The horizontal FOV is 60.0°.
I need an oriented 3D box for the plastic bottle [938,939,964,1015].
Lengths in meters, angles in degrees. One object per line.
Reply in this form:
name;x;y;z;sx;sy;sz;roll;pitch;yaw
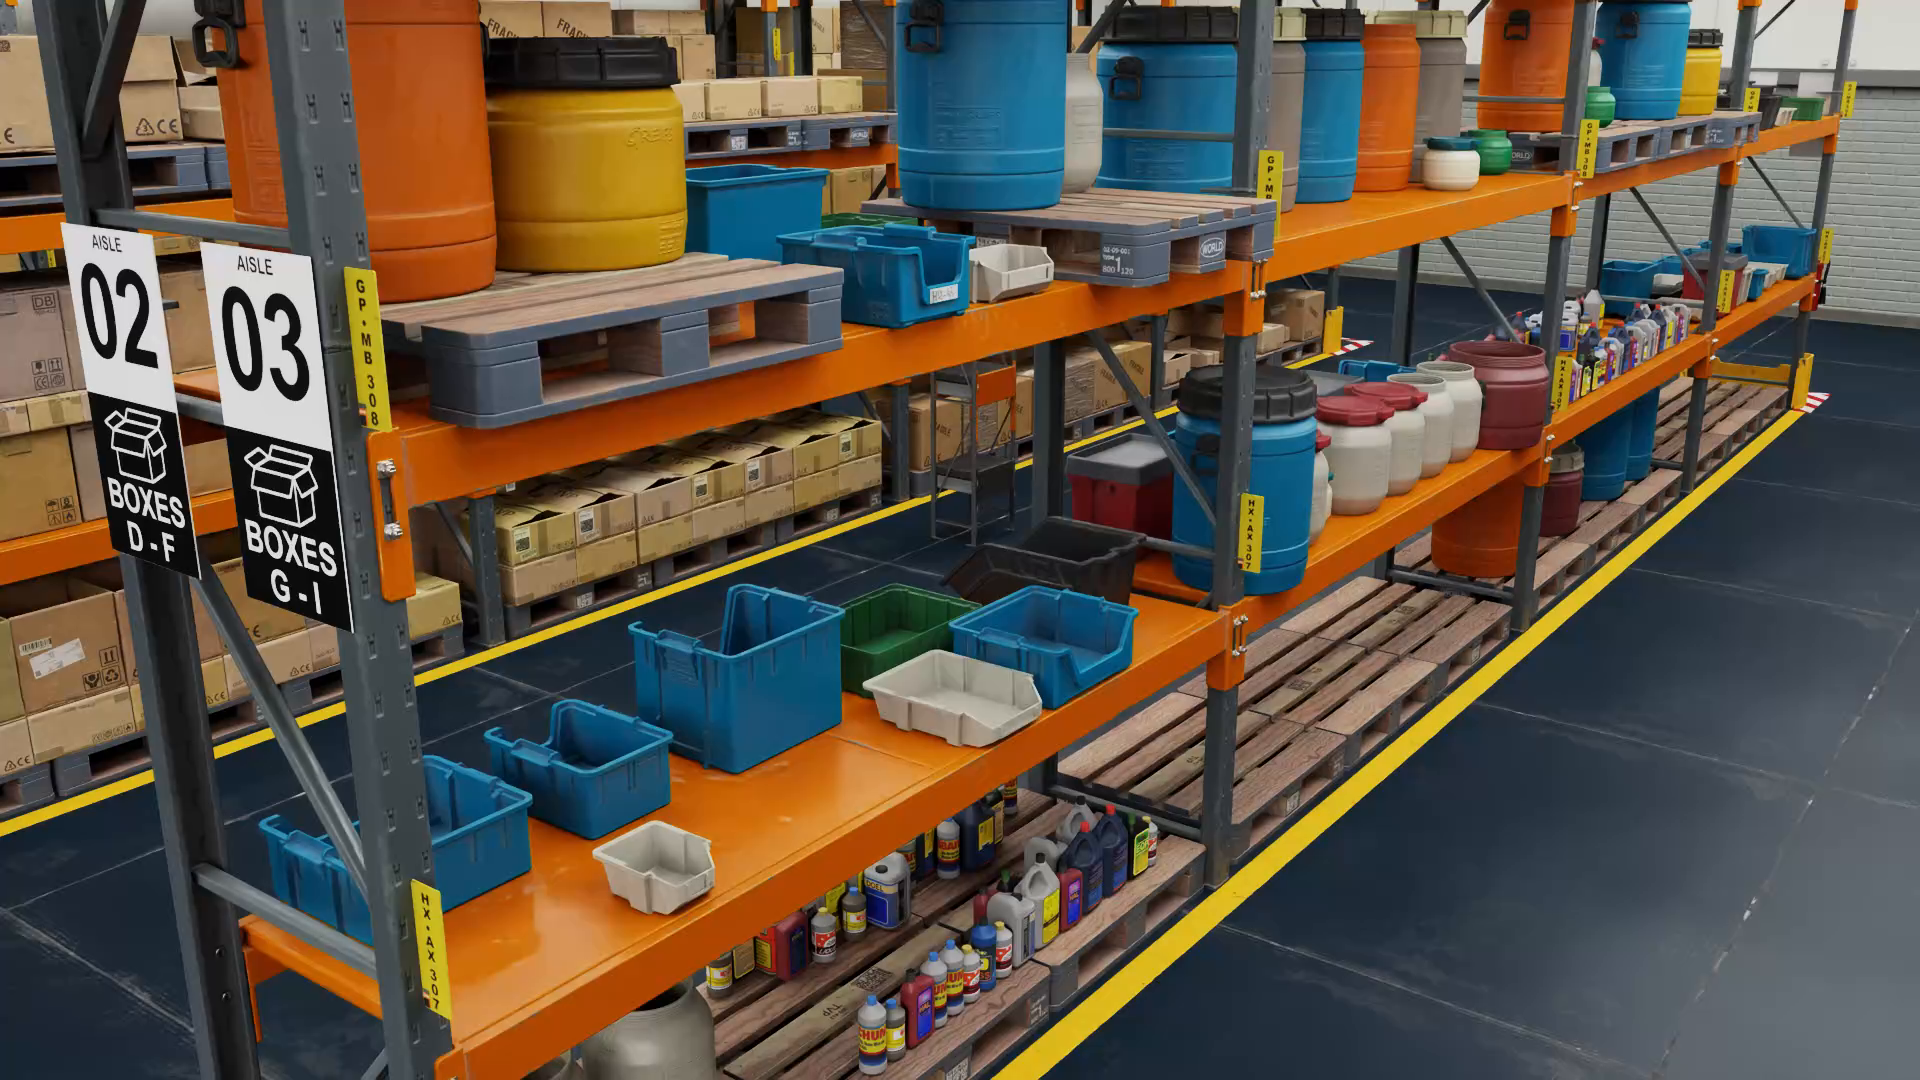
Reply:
plastic bottle;-0.034;1.568;5.995;0.097;0.271;0.097;0;17;0

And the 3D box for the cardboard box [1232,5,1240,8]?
cardboard box;2.510;-5.071;16.605;0.700;0.500;0.500;12;21;35

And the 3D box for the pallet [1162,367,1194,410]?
pallet;1.956;-1.608;17.068;1.003;0.211;1.213;12;21;35

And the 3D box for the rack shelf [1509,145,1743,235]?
rack shelf;4.330;-2.513;11.434;1.077;0.370;4.000;12;21;35

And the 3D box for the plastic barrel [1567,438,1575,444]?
plastic barrel;4.354;-0.499;12.280;0.421;0.512;0.421;0;17;0

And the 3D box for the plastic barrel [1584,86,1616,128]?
plastic barrel;3.954;-2.719;10.436;0.294;0.245;0.294;0;17;0

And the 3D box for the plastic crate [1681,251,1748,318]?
plastic crate;6.255;-2.128;13.830;0.402;0.464;0.583;12;21;35

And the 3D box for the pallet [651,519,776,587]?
pallet;-2.087;-0.014;11.933;1.003;0.211;1.213;12;21;35

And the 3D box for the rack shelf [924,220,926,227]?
rack shelf;-1.243;-3.784;20.585;1.077;0.370;4.000;12;21;35

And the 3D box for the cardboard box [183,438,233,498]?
cardboard box;-4.091;-0.567;8.843;0.700;0.500;0.500;13;21;35

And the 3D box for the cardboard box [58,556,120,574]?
cardboard box;-4.641;0.296;8.897;0.500;0.500;0.500;12;21;35

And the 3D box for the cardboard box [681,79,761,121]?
cardboard box;-1.710;-3.005;11.351;0.500;0.250;0.500;12;21;34

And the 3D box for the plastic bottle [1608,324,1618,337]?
plastic bottle;4.699;-1.411;11.948;0.097;0.271;0.097;0;17;0

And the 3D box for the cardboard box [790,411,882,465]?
cardboard box;-0.952;-0.811;12.781;0.500;0.311;0.500;13;22;36

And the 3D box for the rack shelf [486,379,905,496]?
rack shelf;-2.029;-1.004;11.633;1.077;0.370;4.000;12;21;35

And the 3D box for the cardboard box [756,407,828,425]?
cardboard box;-1.385;-0.907;13.088;0.500;0.311;0.500;13;22;37

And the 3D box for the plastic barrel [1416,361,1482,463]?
plastic barrel;2.697;-0.719;9.312;0.421;0.512;0.421;0;17;0

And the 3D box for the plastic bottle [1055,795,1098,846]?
plastic bottle;0.487;1.239;6.922;0.144;0.351;0.185;12;21;35

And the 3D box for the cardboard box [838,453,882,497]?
cardboard box;-0.955;-0.543;12.863;0.500;0.250;0.500;13;21;36

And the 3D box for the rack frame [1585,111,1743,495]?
rack frame;5.522;-1.901;13.307;1.000;3.000;0.127;12;21;35

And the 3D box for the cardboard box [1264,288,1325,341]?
cardboard box;3.803;-2.573;18.944;0.500;0.500;0.500;12;21;35

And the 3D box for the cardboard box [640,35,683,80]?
cardboard box;-3.327;-5.008;17.343;0.700;0.500;0.500;12;21;34

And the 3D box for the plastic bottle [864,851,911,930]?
plastic bottle;-0.291;1.381;6.591;0.152;0.276;0.135;12;21;35

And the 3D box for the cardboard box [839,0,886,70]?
cardboard box;-0.573;-3.885;12.783;0.500;0.500;0.500;12;21;35

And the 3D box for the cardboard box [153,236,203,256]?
cardboard box;-6.532;-2.251;13.524;0.700;0.500;0.500;15;23;40

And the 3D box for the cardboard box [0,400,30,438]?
cardboard box;-4.584;-0.578;7.784;0.380;0.149;0.250;12;21;33

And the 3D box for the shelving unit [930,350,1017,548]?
shelving unit;0.099;-1.042;12.059;0.431;2.100;0.503;12;21;35

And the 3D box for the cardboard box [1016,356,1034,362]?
cardboard box;0.449;-1.474;15.407;0.500;0.500;0.500;13;21;35

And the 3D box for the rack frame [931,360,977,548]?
rack frame;-0.047;-0.984;11.872;0.400;2.100;0.015;12;21;35

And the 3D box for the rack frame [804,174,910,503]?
rack frame;-0.838;-1.824;13.060;1.000;3.000;0.127;12;21;35

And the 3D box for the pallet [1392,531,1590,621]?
pallet;3.575;0.189;11.281;1.003;0.211;1.213;12;21;35

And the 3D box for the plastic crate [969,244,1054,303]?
plastic crate;0.123;-0.848;5.304;0.243;0.136;0.396;12;21;35

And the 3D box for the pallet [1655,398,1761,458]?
pallet;6.655;-1.043;15.246;1.003;0.211;1.213;12;21;35

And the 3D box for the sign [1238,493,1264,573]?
sign;1.190;-0.028;6.808;0.100;0.325;0.005;12;21;35

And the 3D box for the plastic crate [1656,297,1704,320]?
plastic crate;5.914;-1.889;13.612;0.396;0.136;0.243;12;21;35

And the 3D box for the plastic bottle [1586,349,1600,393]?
plastic bottle;4.185;-1.127;11.013;0.061;0.283;0.133;12;21;35

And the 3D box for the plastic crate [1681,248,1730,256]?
plastic crate;7.101;-2.645;15.883;0.416;0.233;0.300;12;21;35

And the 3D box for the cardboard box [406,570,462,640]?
cardboard box;-3.322;0.390;9.858;0.500;0.250;0.500;12;21;35

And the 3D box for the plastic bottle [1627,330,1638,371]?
plastic bottle;4.709;-1.336;11.686;0.061;0.283;0.133;12;21;35

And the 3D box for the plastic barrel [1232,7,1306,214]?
plastic barrel;1.273;-1.982;7.667;0.600;0.901;0.600;0;17;0

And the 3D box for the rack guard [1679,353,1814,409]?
rack guard;7.909;-1.668;16.771;1.175;0.500;0.348;12;21;35

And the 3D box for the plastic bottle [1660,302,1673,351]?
plastic bottle;5.237;-1.600;12.423;0.144;0.351;0.185;12;21;35

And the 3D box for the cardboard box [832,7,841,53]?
cardboard box;-1.484;-5.862;19.118;0.500;0.500;0.500;12;21;34

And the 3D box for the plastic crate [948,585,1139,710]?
plastic crate;0.314;0.387;6.190;0.499;0.251;0.616;12;21;35

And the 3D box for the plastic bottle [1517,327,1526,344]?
plastic bottle;3.944;-1.355;11.745;0.061;0.283;0.133;12;21;35

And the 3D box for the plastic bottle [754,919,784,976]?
plastic bottle;-0.714;1.478;6.277;0.152;0.276;0.135;13;21;35

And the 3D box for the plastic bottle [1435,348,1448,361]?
plastic bottle;3.174;-1.119;10.986;0.061;0.283;0.133;12;21;35

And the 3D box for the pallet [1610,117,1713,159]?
pallet;4.460;-2.768;11.361;1.003;0.211;1.213;12;21;35

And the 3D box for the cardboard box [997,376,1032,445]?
cardboard box;0.273;-1.143;14.339;0.500;0.500;0.500;12;21;34

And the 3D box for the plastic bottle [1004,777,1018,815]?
plastic bottle;0.213;1.096;7.515;0.097;0.271;0.097;0;17;0

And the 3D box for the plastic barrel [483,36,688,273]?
plastic barrel;-1.051;-1.060;4.514;0.600;0.588;0.600;0;17;0

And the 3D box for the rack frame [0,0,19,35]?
rack frame;-7.201;-4.611;11.918;1.000;3.000;0.127;12;21;35

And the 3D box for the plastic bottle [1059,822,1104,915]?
plastic bottle;0.488;1.310;6.693;0.144;0.351;0.185;11;20;32
